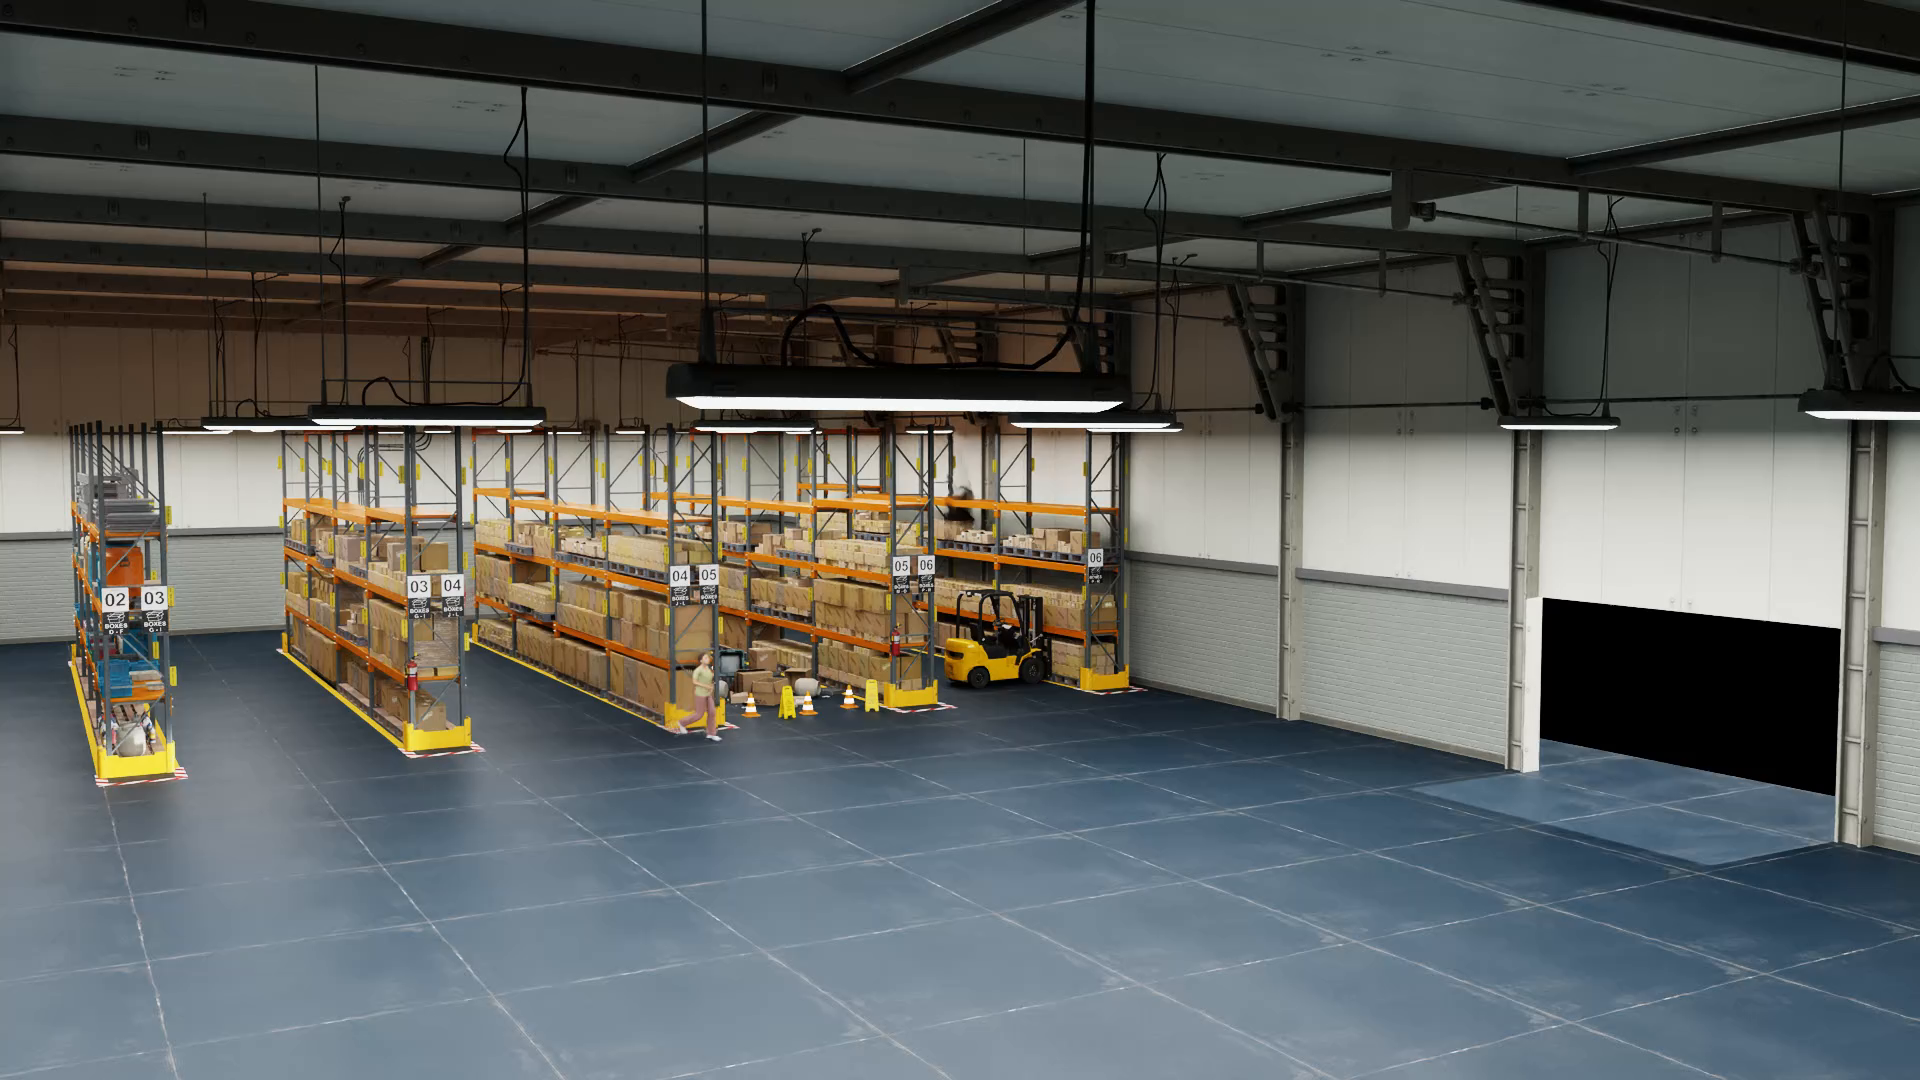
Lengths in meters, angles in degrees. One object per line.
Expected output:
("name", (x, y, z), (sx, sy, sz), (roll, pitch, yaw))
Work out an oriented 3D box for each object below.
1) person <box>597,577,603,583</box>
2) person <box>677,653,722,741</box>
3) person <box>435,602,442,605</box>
("person", (-10.887, 1.831, 49.801), (0.546, 1.622, 0.593), (-3, 5, -43))
("person", (-4.907, 2.957, 31.493), (0.895, 1.667, 0.587), (2, 4, 23))
("person", (-14.624, 2.008, 46.487), (0.700, 1.715, 0.856), (2, 4, 28))
